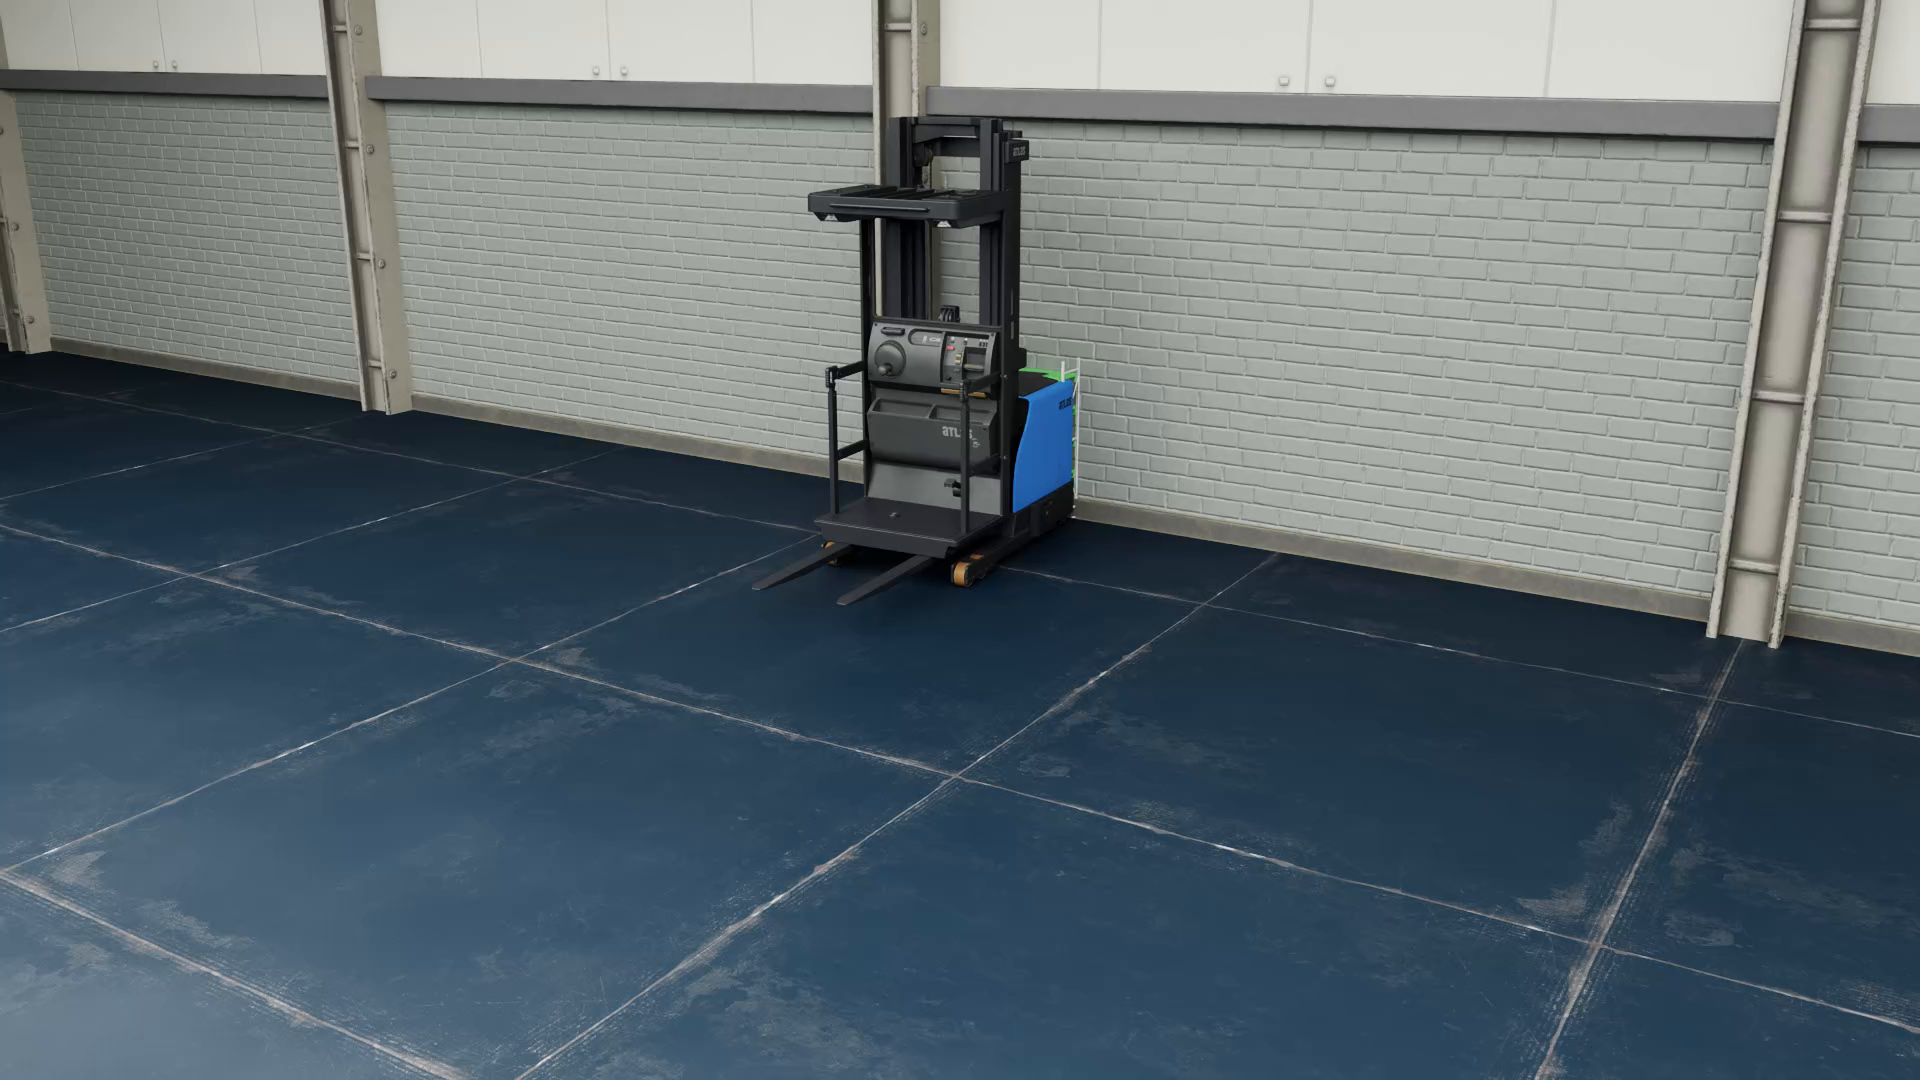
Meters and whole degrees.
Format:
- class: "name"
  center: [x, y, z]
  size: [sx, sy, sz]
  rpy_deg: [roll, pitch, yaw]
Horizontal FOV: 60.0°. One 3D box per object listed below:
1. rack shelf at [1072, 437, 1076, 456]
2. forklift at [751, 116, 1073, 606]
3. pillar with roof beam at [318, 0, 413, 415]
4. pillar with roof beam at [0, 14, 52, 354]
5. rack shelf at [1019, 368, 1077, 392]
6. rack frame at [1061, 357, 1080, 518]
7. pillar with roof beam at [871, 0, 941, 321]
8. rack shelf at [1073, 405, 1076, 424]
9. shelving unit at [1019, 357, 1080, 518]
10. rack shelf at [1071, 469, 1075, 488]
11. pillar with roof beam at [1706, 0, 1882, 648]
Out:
- class: "rack shelf"
  center: [0.600, -0.703, 12.311]
  size: [0.480, 0.148, 0.258]
  rpy_deg: [11, 19, 33]
- class: "forklift"
  center: [-0.286, -1.241, 10.924]
  size: [1.130, 2.935, 3.031]
  rpy_deg: [9, 19, 26]
- class: "pillar with roof beam"
  center: [-7.755, -4.494, 11.193]
  size: [0.400, 9.000, 9.100]
  rpy_deg: [10, 20, 30]
- class: "pillar with roof beam"
  center: [-12.868, -5.407, 14.198]
  size: [0.400, 9.000, 9.100]
  rpy_deg: [10, 20, 30]
- class: "rack shelf"
  center: [0.601, -1.164, 12.178]
  size: [0.480, 0.148, 0.258]
  rpy_deg: [11, 19, 33]
- class: "rack frame"
  center: [0.800, -0.726, 12.160]
  size: [0.015, 1.200, 0.240]
  rpy_deg: [11, 19, 33]
- class: "pillar with roof beam"
  center: [-2.642, -3.581, 8.189]
  size: [0.400, 9.000, 9.100]
  rpy_deg: [10, 20, 30]
- class: "rack shelf"
  center: [0.600, -0.934, 12.244]
  size: [0.480, 0.148, 0.258]
  rpy_deg: [11, 19, 33]
- class: "shelving unit"
  center: [0.600, -0.764, 12.293]
  size: [0.503, 1.200, 0.258]
  rpy_deg: [11, 19, 33]
- class: "rack shelf"
  center: [0.599, -0.473, 12.378]
  size: [0.480, 0.148, 0.258]
  rpy_deg: [11, 19, 33]
- class: "pillar with roof beam"
  center: [2.470, -2.669, 5.184]
  size: [0.400, 9.000, 9.100]
  rpy_deg: [10, 20, 30]
